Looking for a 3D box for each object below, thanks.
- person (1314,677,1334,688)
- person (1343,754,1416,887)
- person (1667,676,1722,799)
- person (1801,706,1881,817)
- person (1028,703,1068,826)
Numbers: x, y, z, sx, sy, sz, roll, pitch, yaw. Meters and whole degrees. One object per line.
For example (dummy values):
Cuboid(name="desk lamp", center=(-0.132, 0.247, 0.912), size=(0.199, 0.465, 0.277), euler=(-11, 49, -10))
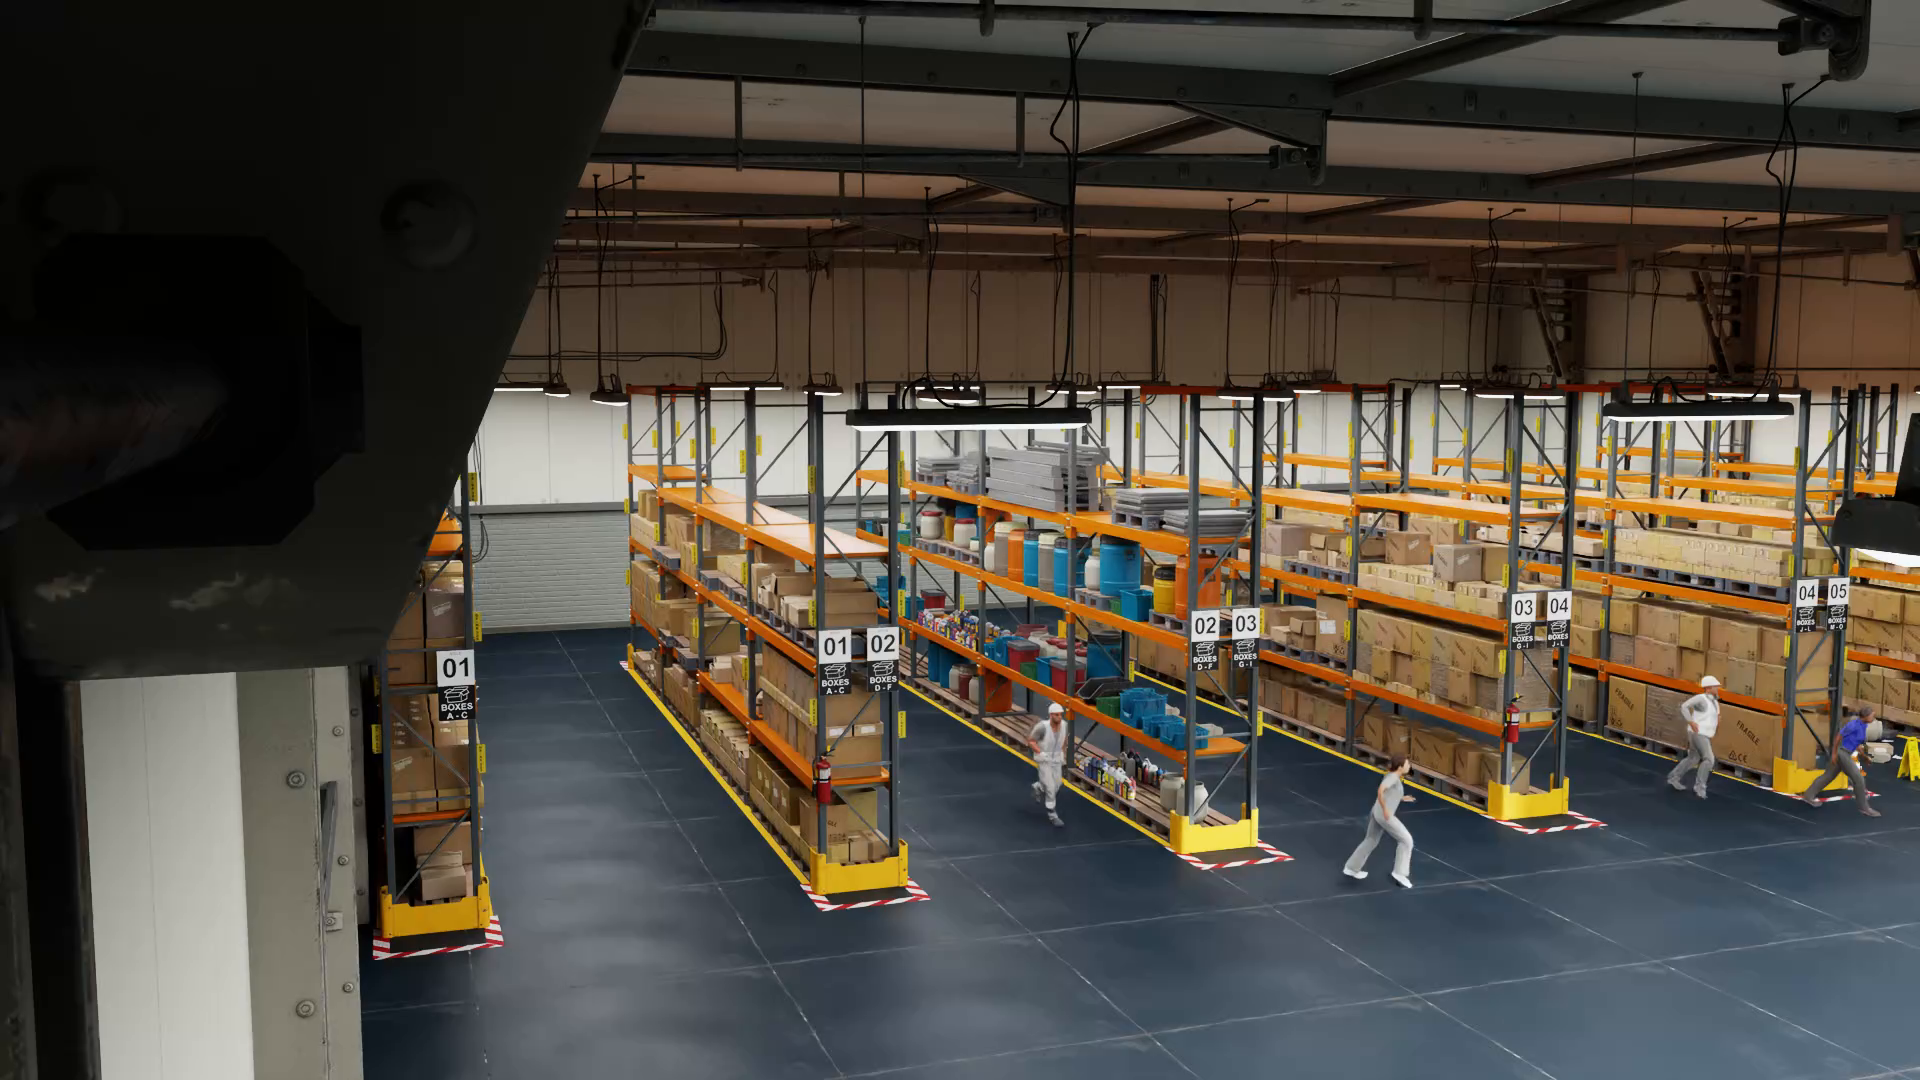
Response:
Cuboid(name="person", center=(7.009, 2.248, 31.611), size=(0.692, 1.690, 0.770), euler=(-2, 6, -18))
Cuboid(name="person", center=(5.158, 3.434, 20.379), size=(0.880, 1.657, 0.582), euler=(1, 6, 6))
Cuboid(name="person", center=(10.996, 2.931, 24.828), size=(0.706, 1.848, 0.631), euler=(5, 8, 41))
Cuboid(name="person", center=(12.577, 3.139, 23.662), size=(1.030, 1.454, 0.599), euler=(5, 8, 39))
Cuboid(name="person", center=(1.200, 3.087, 23.212), size=(0.646, 1.732, 0.826), euler=(-3, 6, -24))
